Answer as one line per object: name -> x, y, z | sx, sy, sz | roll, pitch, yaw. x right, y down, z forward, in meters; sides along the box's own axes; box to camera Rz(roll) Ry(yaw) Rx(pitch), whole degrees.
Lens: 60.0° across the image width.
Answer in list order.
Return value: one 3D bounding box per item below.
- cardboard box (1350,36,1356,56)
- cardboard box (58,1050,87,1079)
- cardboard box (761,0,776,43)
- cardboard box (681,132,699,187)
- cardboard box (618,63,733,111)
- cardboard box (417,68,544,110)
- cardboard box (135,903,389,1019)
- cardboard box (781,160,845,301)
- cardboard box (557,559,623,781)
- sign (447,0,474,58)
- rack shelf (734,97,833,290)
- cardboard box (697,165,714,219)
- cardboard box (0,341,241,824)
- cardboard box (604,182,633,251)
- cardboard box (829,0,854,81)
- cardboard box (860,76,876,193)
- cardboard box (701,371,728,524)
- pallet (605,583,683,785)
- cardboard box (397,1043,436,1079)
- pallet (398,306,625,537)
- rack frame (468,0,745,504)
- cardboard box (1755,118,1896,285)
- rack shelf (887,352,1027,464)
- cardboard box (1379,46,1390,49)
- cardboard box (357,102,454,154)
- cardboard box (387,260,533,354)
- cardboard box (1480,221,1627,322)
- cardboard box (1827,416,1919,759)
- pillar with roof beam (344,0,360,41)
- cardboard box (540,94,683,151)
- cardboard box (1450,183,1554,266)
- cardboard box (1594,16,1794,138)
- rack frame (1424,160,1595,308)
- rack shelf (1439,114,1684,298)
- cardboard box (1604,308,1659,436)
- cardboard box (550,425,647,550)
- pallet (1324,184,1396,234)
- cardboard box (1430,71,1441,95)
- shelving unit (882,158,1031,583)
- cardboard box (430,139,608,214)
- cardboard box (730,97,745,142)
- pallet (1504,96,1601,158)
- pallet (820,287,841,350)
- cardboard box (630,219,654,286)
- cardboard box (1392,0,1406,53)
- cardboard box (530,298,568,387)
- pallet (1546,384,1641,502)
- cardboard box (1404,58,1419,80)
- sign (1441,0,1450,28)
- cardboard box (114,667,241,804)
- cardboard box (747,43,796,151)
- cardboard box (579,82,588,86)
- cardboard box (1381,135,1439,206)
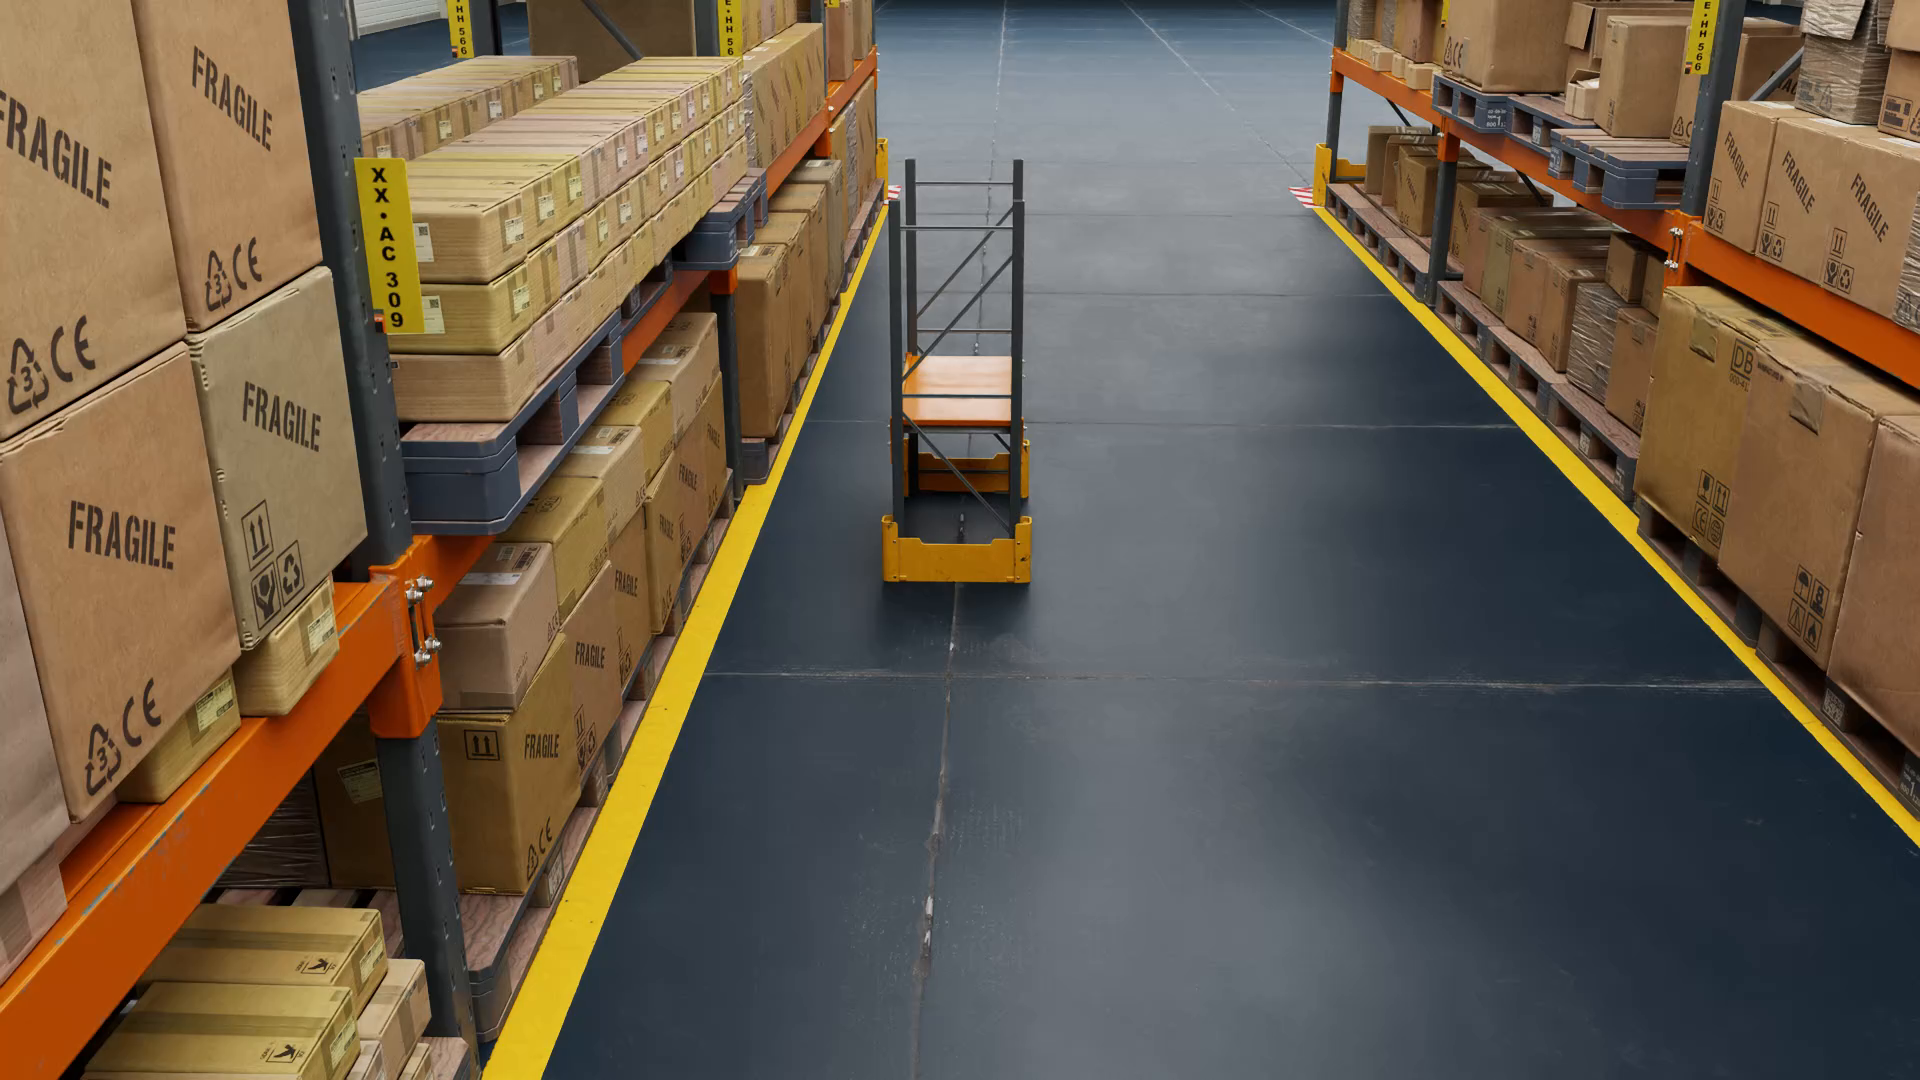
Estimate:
cardboard box -> 3.442, -4.083, 13.753 | 0.380, 0.149, 0.250 | 1, 21, 2
cardboard box -> -1.852, 1.072, 3.070 | 0.380, 0.149, 0.250 | 1, 21, 2
cardboard box -> -1.399, -3.000, 9.094 | 0.700, 0.500, 0.500 | 1, 21, 2
cardboard box -> -1.071, -1.251, 5.462 | 0.380, 0.149, 0.250 | 0, 21, 1
cardboard box -> -1.048, -1.672, 6.137 | 0.380, 0.149, 0.250 | 0, 21, 1
cardboard box -> -1.707, -1.595, 5.936 | 0.380, 0.149, 0.250 | 1, 21, 1
cardboard box -> -1.354, 0.844, 3.244 | 0.380, 0.149, 0.250 | 1, 21, 3
cardboard box -> -1.289, -1.957, 10.456 | 1.050, 0.750, 0.750 | 1, 21, 1
cardboard box -> -1.301, 0.371, 4.801 | 0.500, 0.500, 0.500 | 2, 21, 4
sign -> -2.037, -2.134, 6.782 | 0.100, 0.325, 0.005 | 1, 21, 2
rack shelf -> -1.421, -1.977, 8.972 | 1.077, 0.370, 4.000 | 1, 21, 2
cardboard box -> -1.065, -1.212, 5.772 | 0.380, 0.149, 0.250 | 0, 21, 1
cardboard box -> -1.353, 0.037, 2.236 | 0.500, 0.500, 0.500 | 0, 21, 0
cardboard box -> -1.105, -0.876, 4.496 | 0.380, 0.149, 0.250 | 1, 21, 4
cardboard box -> -1.233, -3.632, 12.036 | 0.875, 0.550, 0.550 | 1, 21, 2
cardboard box -> -1.193, -3.441, 14.108 | 0.875, 0.875, 0.875 | 1, 21, 2
cardboard box -> -1.240, -0.379, 6.734 | 0.500, 0.500, 0.500 | 1, 21, 1
pallet -> -1.547, 0.433, 5.621 | 1.003, 0.211, 1.213 | 1, 21, 2
cardboard box -> -1.275, 1.136, 3.316 | 0.380, 0.149, 0.250 | 1, 21, 2
pallet -> -1.435, -0.328, 3.994 | 1.003, 0.211, 1.213 | 1, 21, 2
rack frame -> -1.482, -1.589, 6.978 | 1.000, 3.000, 0.127 | 1, 21, 2
cardboard box -> 3.173, -1.186, 5.800 | 0.500, 0.500, 0.500 | 0, 21, 0
rack shelf -> 0.003, -0.562, 6.902 | 0.538, 0.185, 1.000 | 1, 21, 2
cardboard box -> 3.438, -3.721, 12.820 | 0.380, 0.149, 0.250 | 1, 21, 2
cardboard box -> -1.739, -1.215, 4.958 | 0.380, 0.149, 0.250 | 0, 21, 1
cardboard box -> -1.132, -0.498, 3.521 | 0.380, 0.149, 0.250 | 1, 21, 2
cardboard box -> 3.521, -1.590, 9.828 | 0.700, 0.500, 0.500 | 1, 21, 1
cardboard box -> 3.377, 0.188, 4.754 | 1.225, 0.875, 0.875 | 0, 21, 0
pillar with roof beam -> -7.222, -13.569, 29.559 | 9.100, 9.000, 0.400 | 1, 21, 2
cardboard box -> -1.080, -1.296, 5.166 | 0.380, 0.149, 0.250 | 2, 21, 4
cardboard box -> 3.647, -2.119, 11.219 | 0.500, 0.500, 0.500 | 0, 21, 0
cardboard box -> 3.366, -2.139, 7.677 | 0.700, 0.500, 0.500 | 4, 22, 10
rack frame -> 3.595, -2.945, 10.471 | 1.000, 3.000, 0.127 | 1, 21, 2
rack shelf -> 3.534, -1.886, 8.737 | 1.077, 0.370, 4.000 | 1, 21, 2
cardboard box -> 3.473, -0.780, 7.741 | 0.700, 0.500, 0.500 | 0, 21, -1
cardboard box -> -1.283, -0.164, 5.144 | 0.500, 0.250, 0.500 | 1, 21, 4
pallet -> 3.654, -2.770, 13.876 | 1.003, 0.211, 1.213 | 1, 21, 2
cardboard box -> 3.324, -2.999, 10.958 | 0.380, 0.149, 0.250 | 1, 21, 2
shelving unit -> 0.002, -0.727, 6.829 | 0.587, 1.500, 1.083 | 1, 21, 2
cardboard box -> -1.109, -0.920, 4.198 | 0.380, 0.149, 0.250 | 0, 21, 1
cardboard box -> -1.042, -1.623, 6.421 | 0.380, 0.149, 0.250 | 1, 21, 3
pallet -> 3.492, -2.125, 8.624 | 1.003, 0.211, 1.213 | 1, 21, 2
pallet -> -1.308, -1.456, 10.489 | 1.003, 0.211, 1.213 | 1, 21, 2
cardboard box -> -1.097, -0.831, 4.791 | 0.380, 0.149, 0.250 | 0, 21, 1
cardboard box -> 3.691, -3.834, 12.215 | 0.875, 0.500, 0.500 | 1, 21, 2
cardboard box -> -1.129, -0.459, 3.833 | 0.380, 0.149, 0.250 | 1, 21, 2
pallet -> 3.498, -0.481, 7.976 | 1.003, 0.211, 1.213 | 1, 21, 2
cardboard box -> 3.395, -3.360, 11.888 | 0.380, 0.149, 0.250 | 1, 21, 2
sign -> 3.052, -3.351, 10.323 | 0.100, 0.325, 0.005 | 1, 21, 2
cardboard box -> -1.345, 0.270, 2.533 | 0.380, 0.149, 0.250 | 1, 21, 4
cardboard box -> -1.152, -2.342, 8.779 | 0.500, 0.500, 0.500 | 0, 21, 1
cardboard box -> -1.736, -1.802, 7.388 | 0.500, 0.500, 0.500 | 1, 21, 2
cardboard box -> 3.697, -2.979, 13.435 | 0.500, 0.500, 0.500 | 6, 22, 16
